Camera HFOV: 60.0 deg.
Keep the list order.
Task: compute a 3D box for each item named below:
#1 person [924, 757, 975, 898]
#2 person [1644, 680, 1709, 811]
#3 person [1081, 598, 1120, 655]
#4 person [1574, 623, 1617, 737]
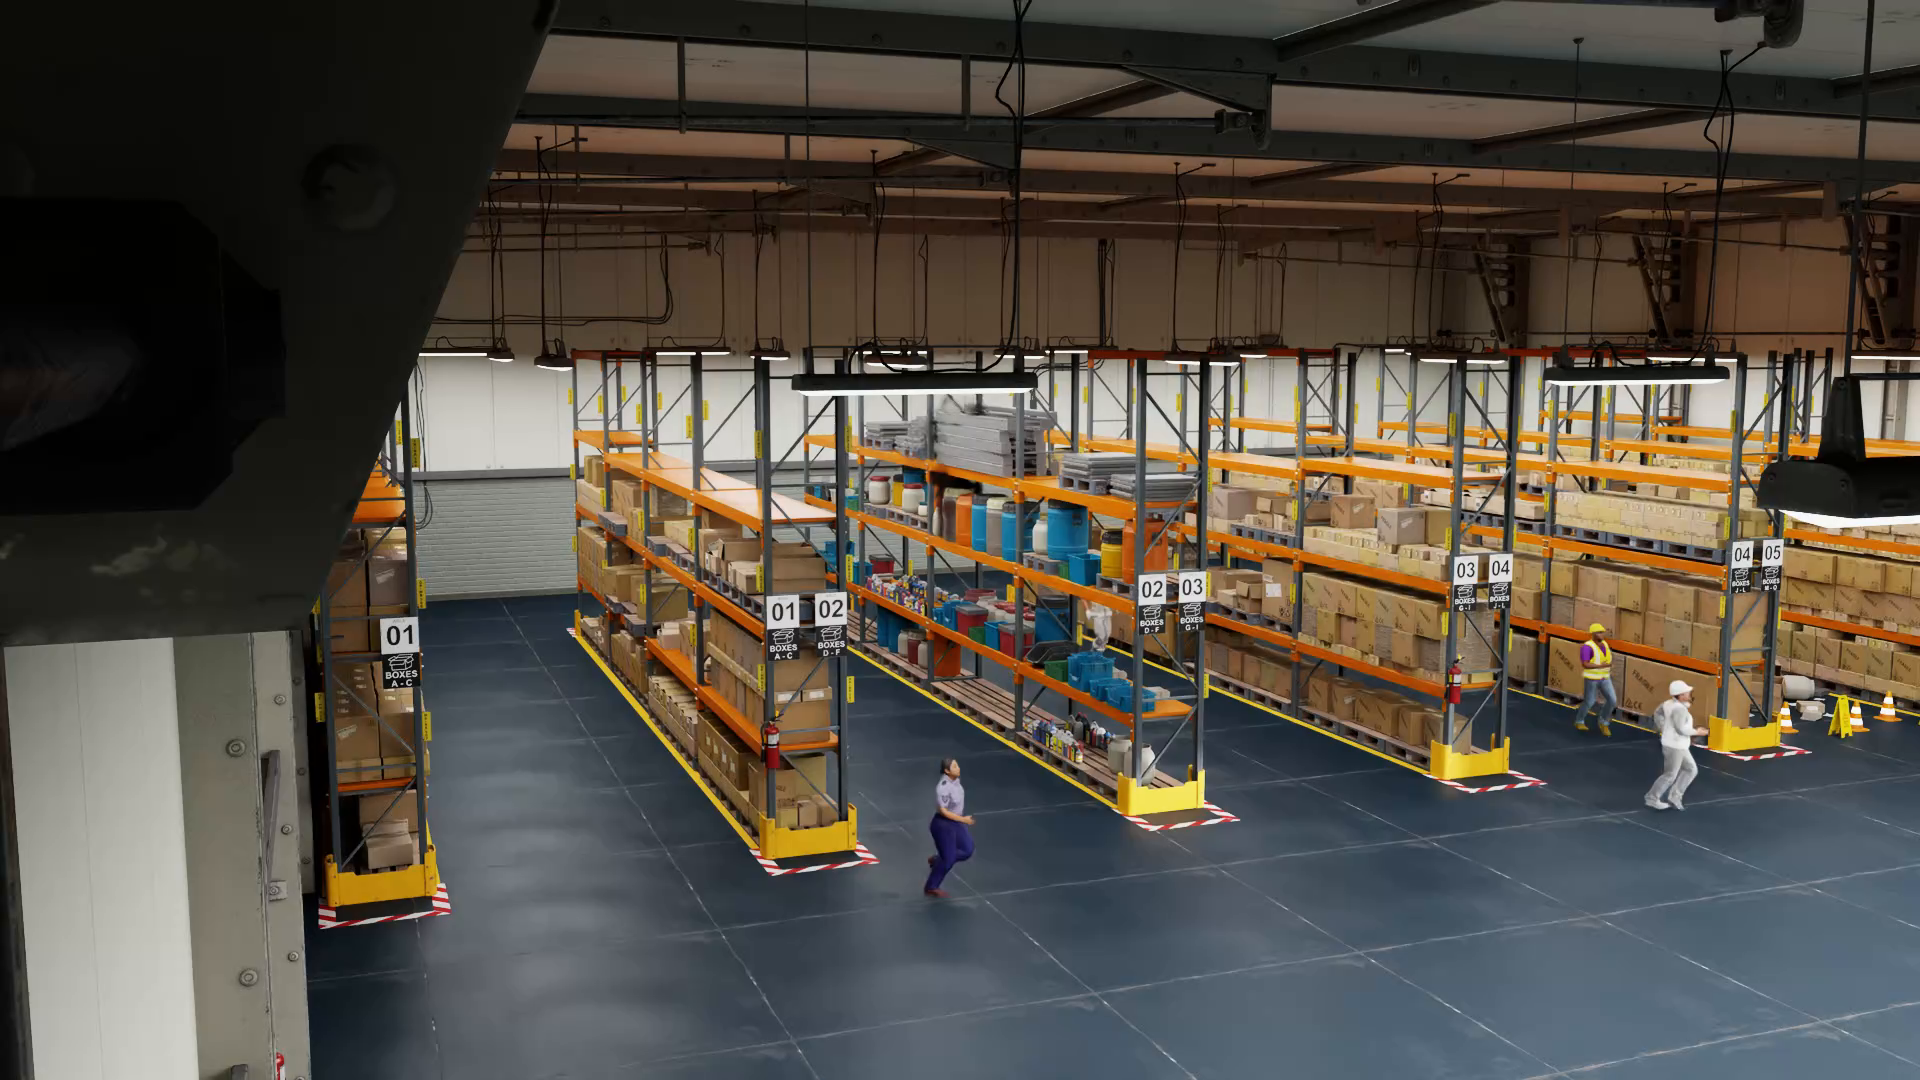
[{"bbox_3d":[-0.096,3.312,18.757,0.612,1.429,0.633,2,7,17],"label":"person"},{"bbox_3d":[9.473,2.747,21.970,0.735,1.809,0.642,2,8,19],"label":"person"},{"bbox_3d":[2.607,1.411,30.267,0.668,1.768,0.551,-3,8,-26],"label":"person"},{"bbox_3d":[10.044,2.214,26.192,0.684,1.816,0.731,-3,8,-21],"label":"person"}]
